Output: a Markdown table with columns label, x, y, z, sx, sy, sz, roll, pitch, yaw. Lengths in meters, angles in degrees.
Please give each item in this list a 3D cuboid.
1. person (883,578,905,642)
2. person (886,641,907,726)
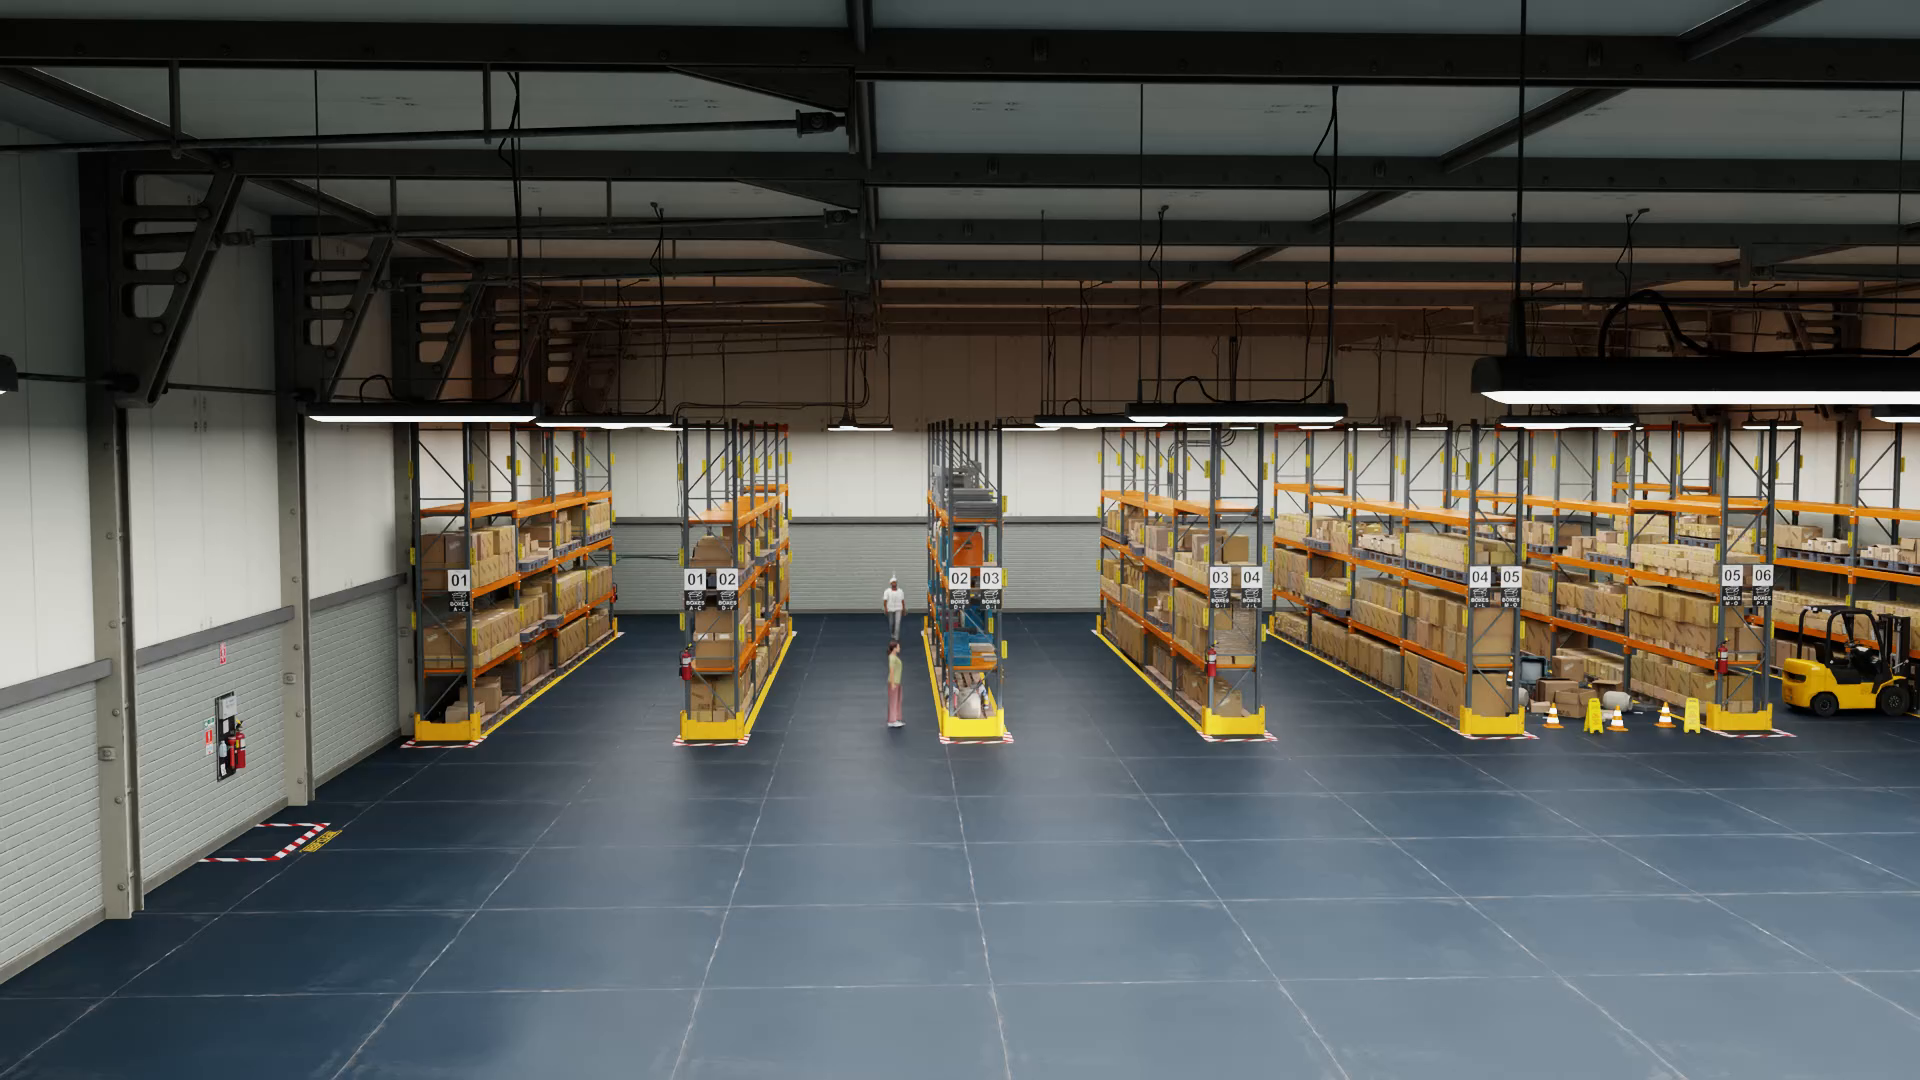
| label | x | y | z | sx | sy | sz | roll | pitch | yaw |
| --- | --- | --- | --- | --- | --- | --- | --- | --- | --- |
| person | -1.768 | 1.884 | 44.623 | 0.576 | 1.722 | 0.997 | 0 | 4 | 4 |
| person | -1.252 | 2.825 | 32.537 | 0.402 | 1.714 | 0.508 | 0 | 4 | 2 |
